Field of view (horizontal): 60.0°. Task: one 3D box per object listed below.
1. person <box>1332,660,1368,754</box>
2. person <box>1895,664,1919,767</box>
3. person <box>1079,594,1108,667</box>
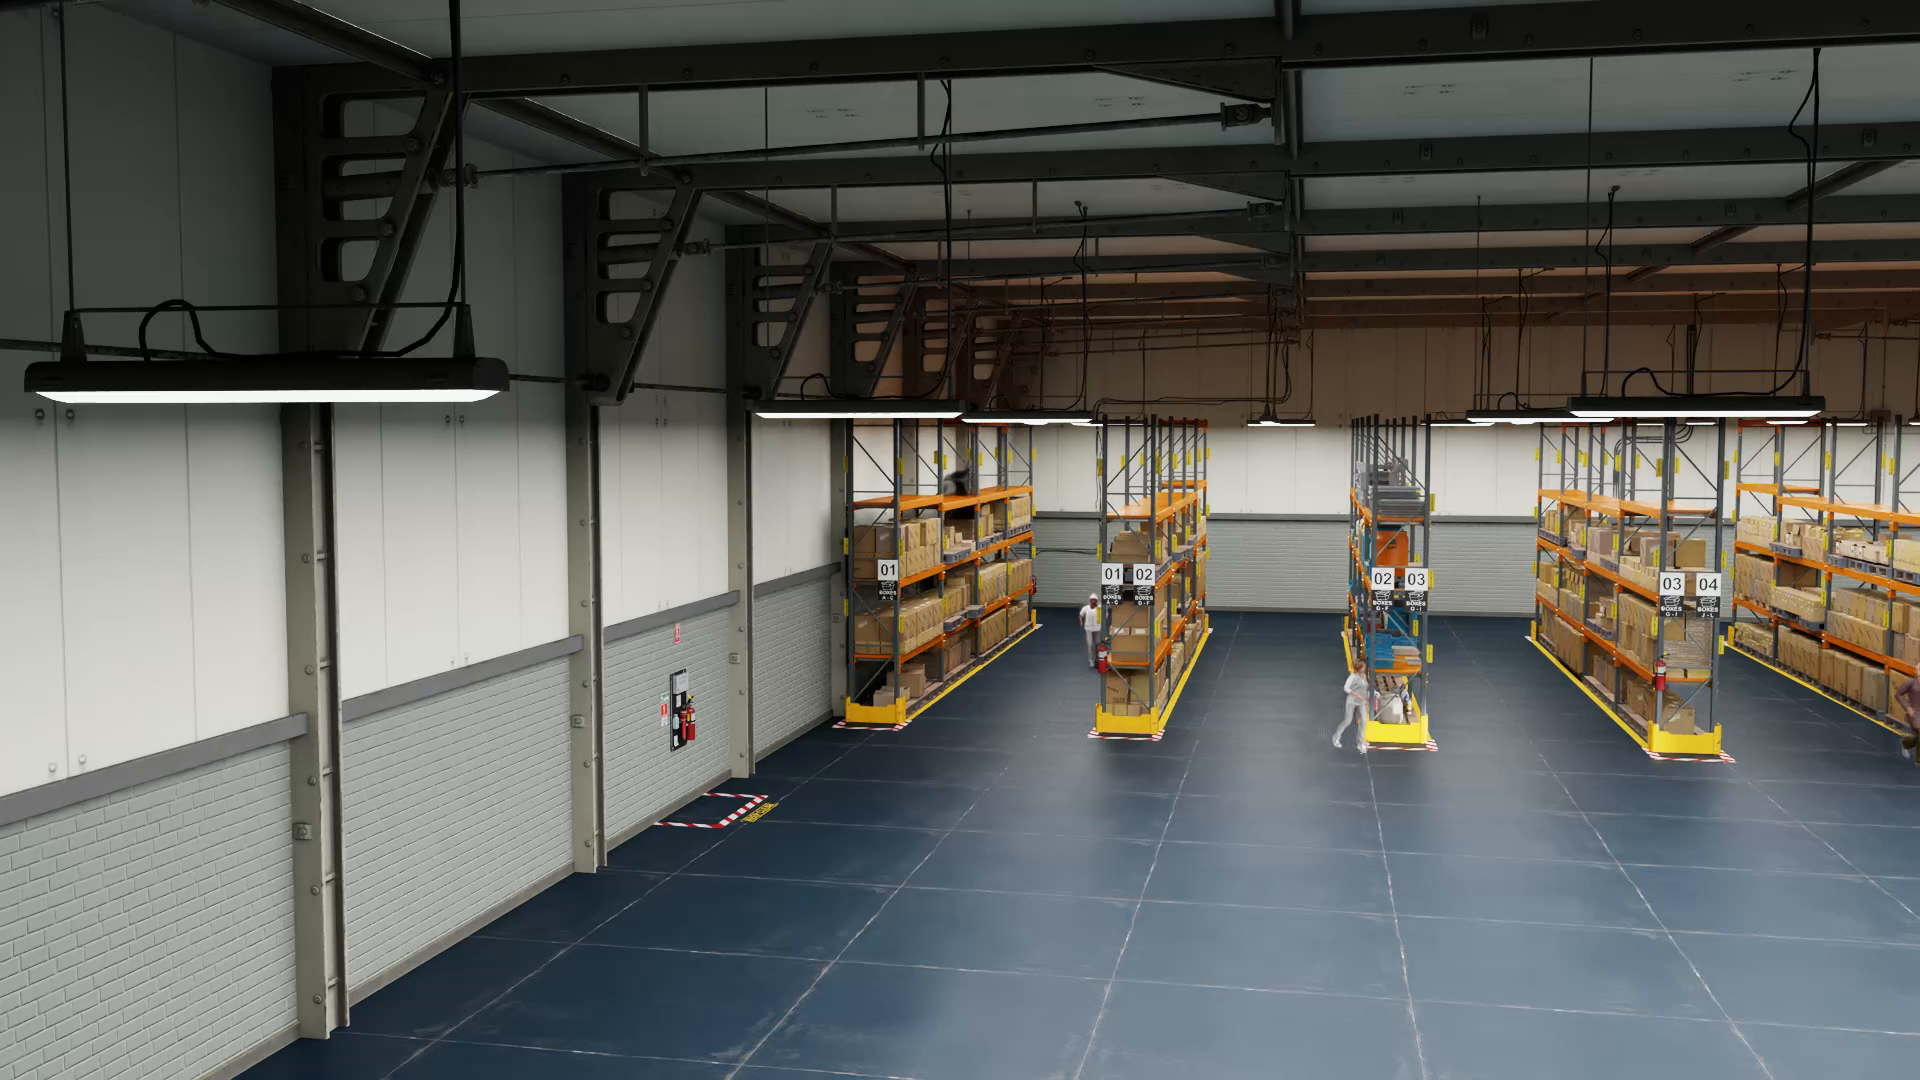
[{"bbox_3d":[7.079,2.941,29.617,0.604,1.602,0.754,-2,4,-29],"label":"person"},{"bbox_3d":[16.237,2.974,28.240,0.727,1.762,0.816,-1,4,-11],"label":"person"},{"bbox_3d":[3.218,2.175,40.159,0.714,1.744,0.901,0,4,6],"label":"person"}]
